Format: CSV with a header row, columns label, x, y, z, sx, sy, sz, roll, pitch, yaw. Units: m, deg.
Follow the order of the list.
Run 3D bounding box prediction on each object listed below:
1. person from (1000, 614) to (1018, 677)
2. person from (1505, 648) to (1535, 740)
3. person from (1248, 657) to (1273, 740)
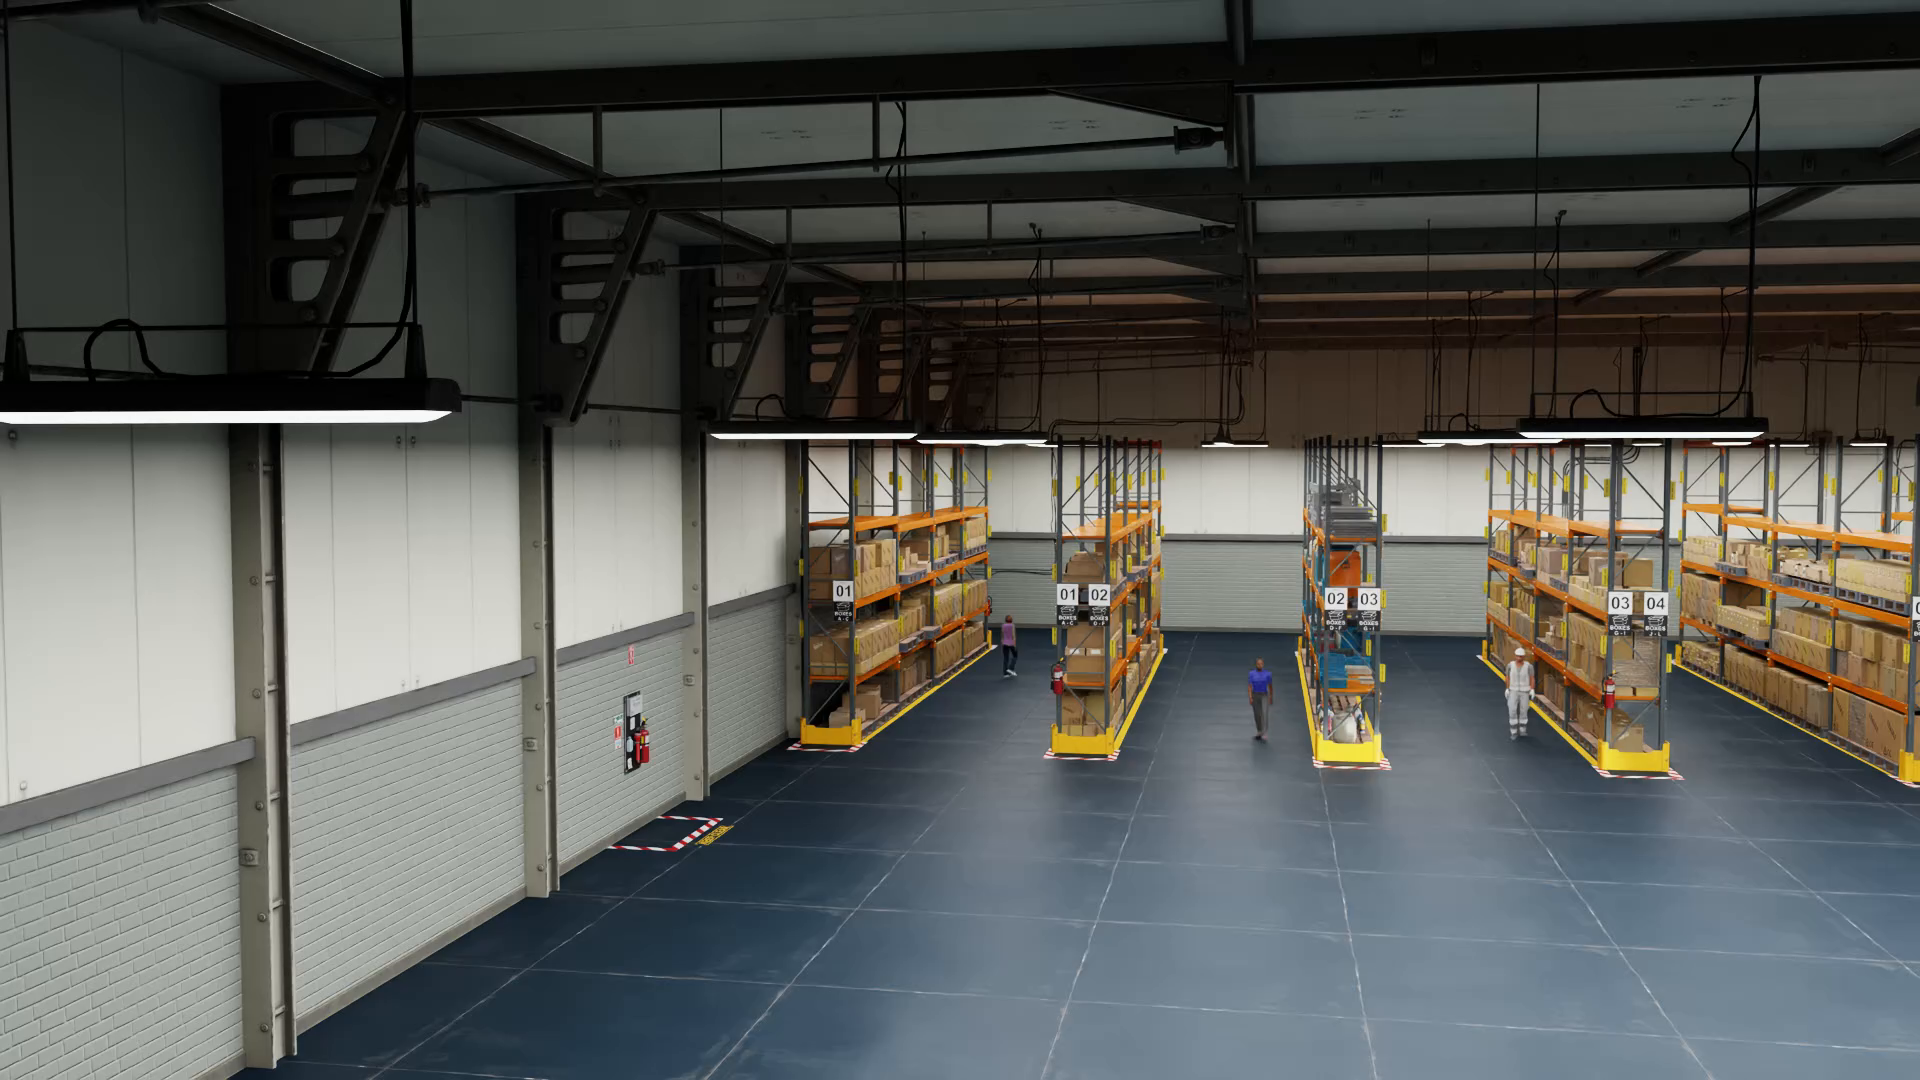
label,x,y,z,sx,sy,sz,roll,pitch,yaw
person,1.215,2.656,41.813,0.446,1.583,0.471,1,3,26
person,11.142,3.059,33.075,0.586,1.838,0.528,1,3,24
person,5.915,3.119,32.799,0.464,1.609,0.991,1,3,20
